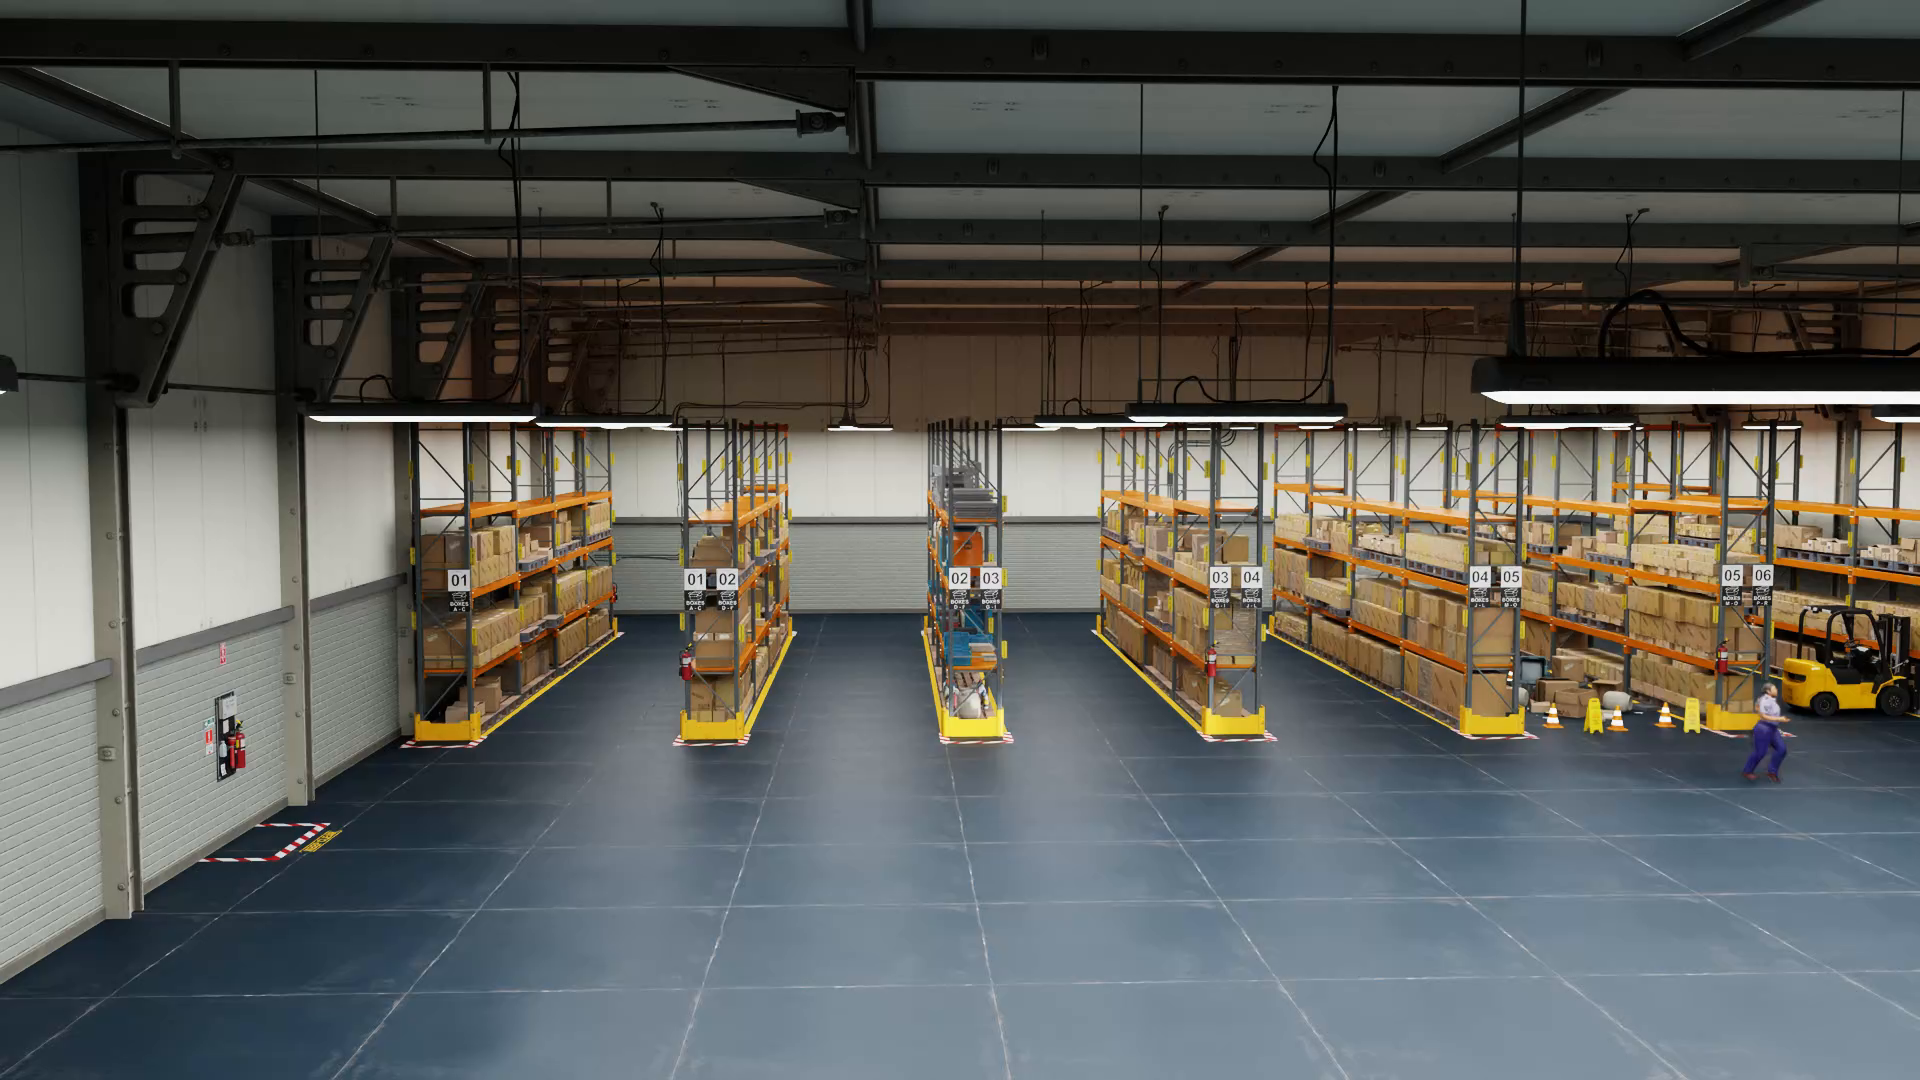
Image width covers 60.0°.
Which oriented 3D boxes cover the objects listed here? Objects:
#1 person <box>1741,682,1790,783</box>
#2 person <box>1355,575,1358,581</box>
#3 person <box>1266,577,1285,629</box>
[{"bbox_3d":[13.221,3.174,27.256,0.730,1.697,0.590,3,5,43],"label":"person"},{"bbox_3d":[11.113,1.830,47.209,0.668,1.742,0.521,-1,4,-10],"label":"person"},{"bbox_3d":[9.354,1.690,48.879,0.882,1.802,0.676,-1,4,-19],"label":"person"}]
